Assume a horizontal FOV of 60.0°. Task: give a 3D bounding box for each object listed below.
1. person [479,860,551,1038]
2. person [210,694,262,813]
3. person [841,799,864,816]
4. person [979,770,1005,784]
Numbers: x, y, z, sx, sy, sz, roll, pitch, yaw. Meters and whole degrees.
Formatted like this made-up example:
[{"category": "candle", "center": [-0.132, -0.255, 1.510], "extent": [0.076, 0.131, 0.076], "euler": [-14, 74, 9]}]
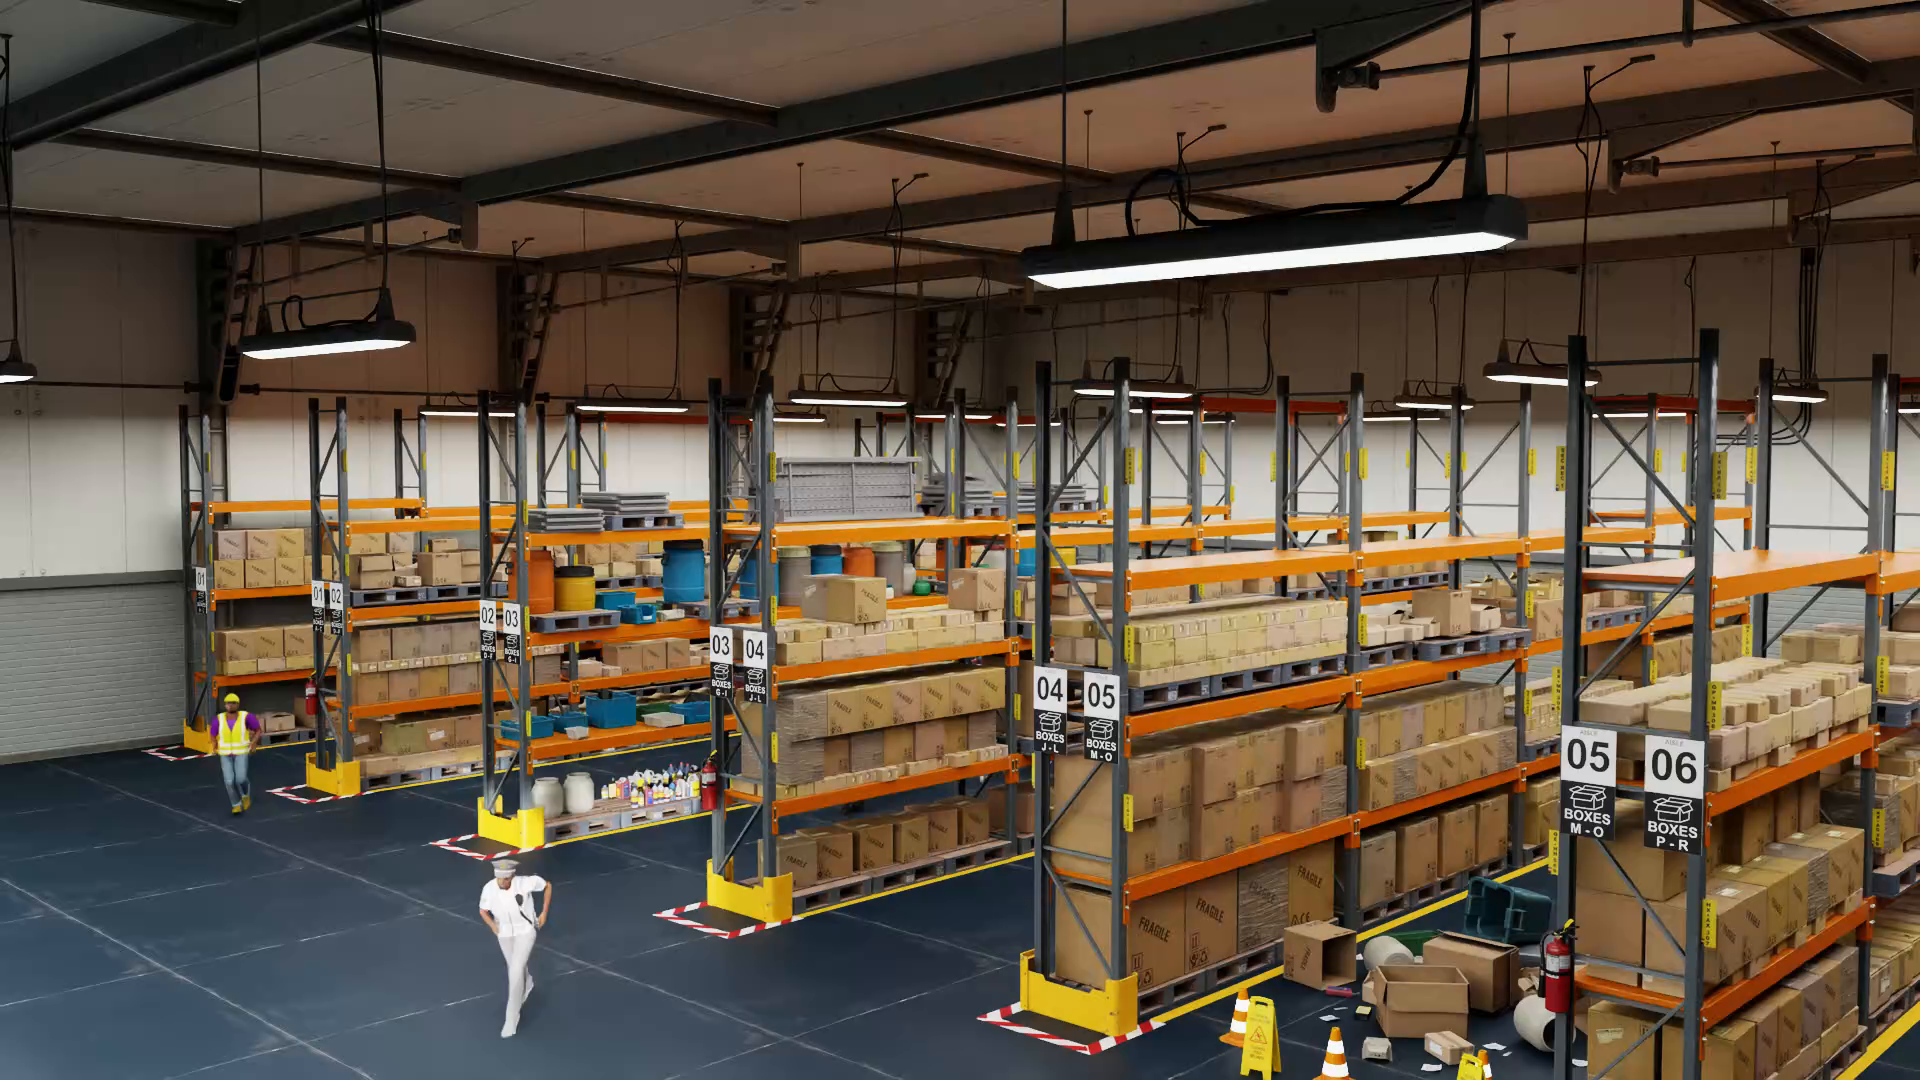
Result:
[{"category": "person", "center": [-4.002, 3.612, 15.077], "extent": [0.619, 1.620, 0.979], "euler": [0, 3, -1]}, {"category": "person", "center": [-10.335, 3.046, 23.672], "extent": [0.674, 1.720, 0.565], "euler": [-1, 3, -13]}, {"category": "person", "center": [-1.595, 3.071, 23.783], "extent": [0.658, 1.757, 0.797], "euler": [1, 3, 19]}, {"category": "person", "center": [0.582, 3.054, 26.245], "extent": [0.536, 1.494, 0.889], "euler": [2, 4, 31]}]
